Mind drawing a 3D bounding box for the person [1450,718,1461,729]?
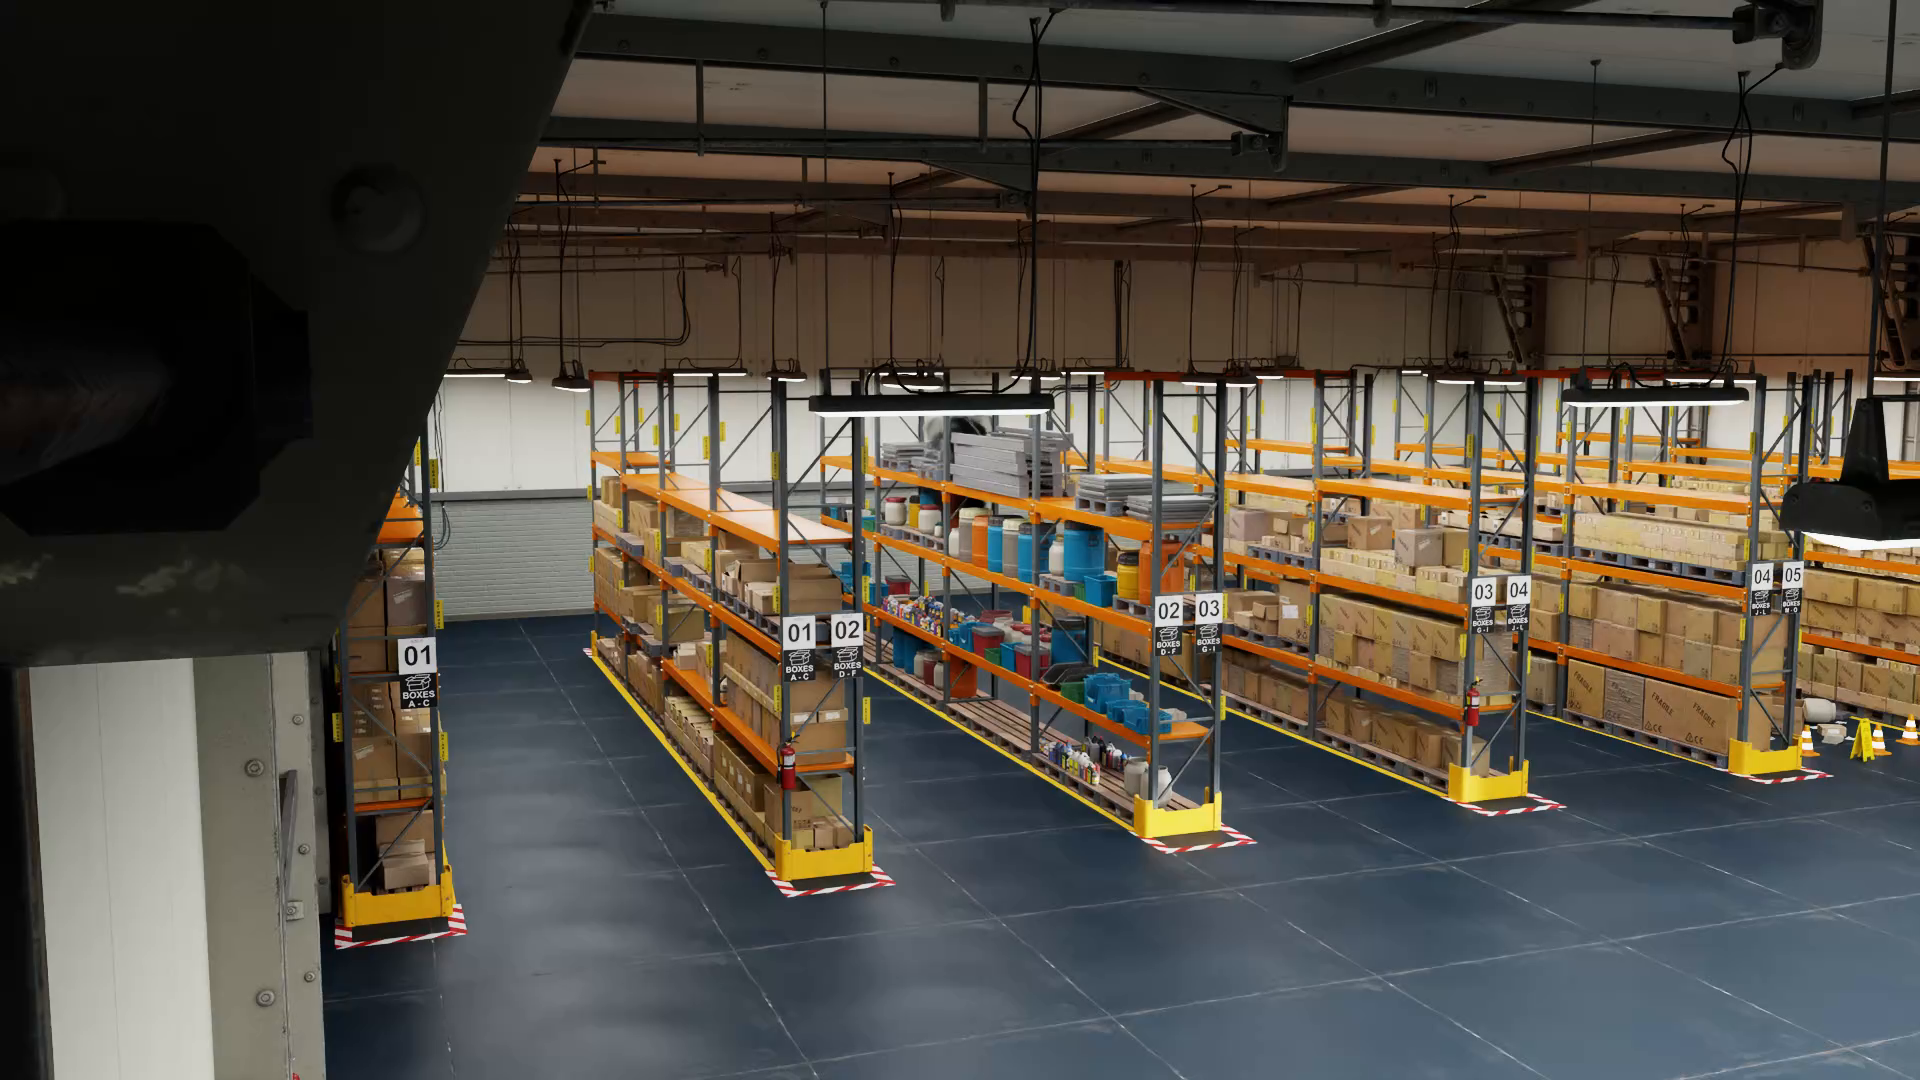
[{"bbox_3d":[8.586,2.389,28.145,0.579,1.677,0.675,-4,8,-34],"label":"person"}]

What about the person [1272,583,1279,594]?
[{"bbox_3d":[7.863,0.938,41.002,0.835,1.719,0.699,6,9,44],"label":"person"}]

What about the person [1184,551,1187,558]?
[{"bbox_3d":[5.192,1.106,39.287,0.750,1.716,0.714,1,6,10],"label":"person"}]
